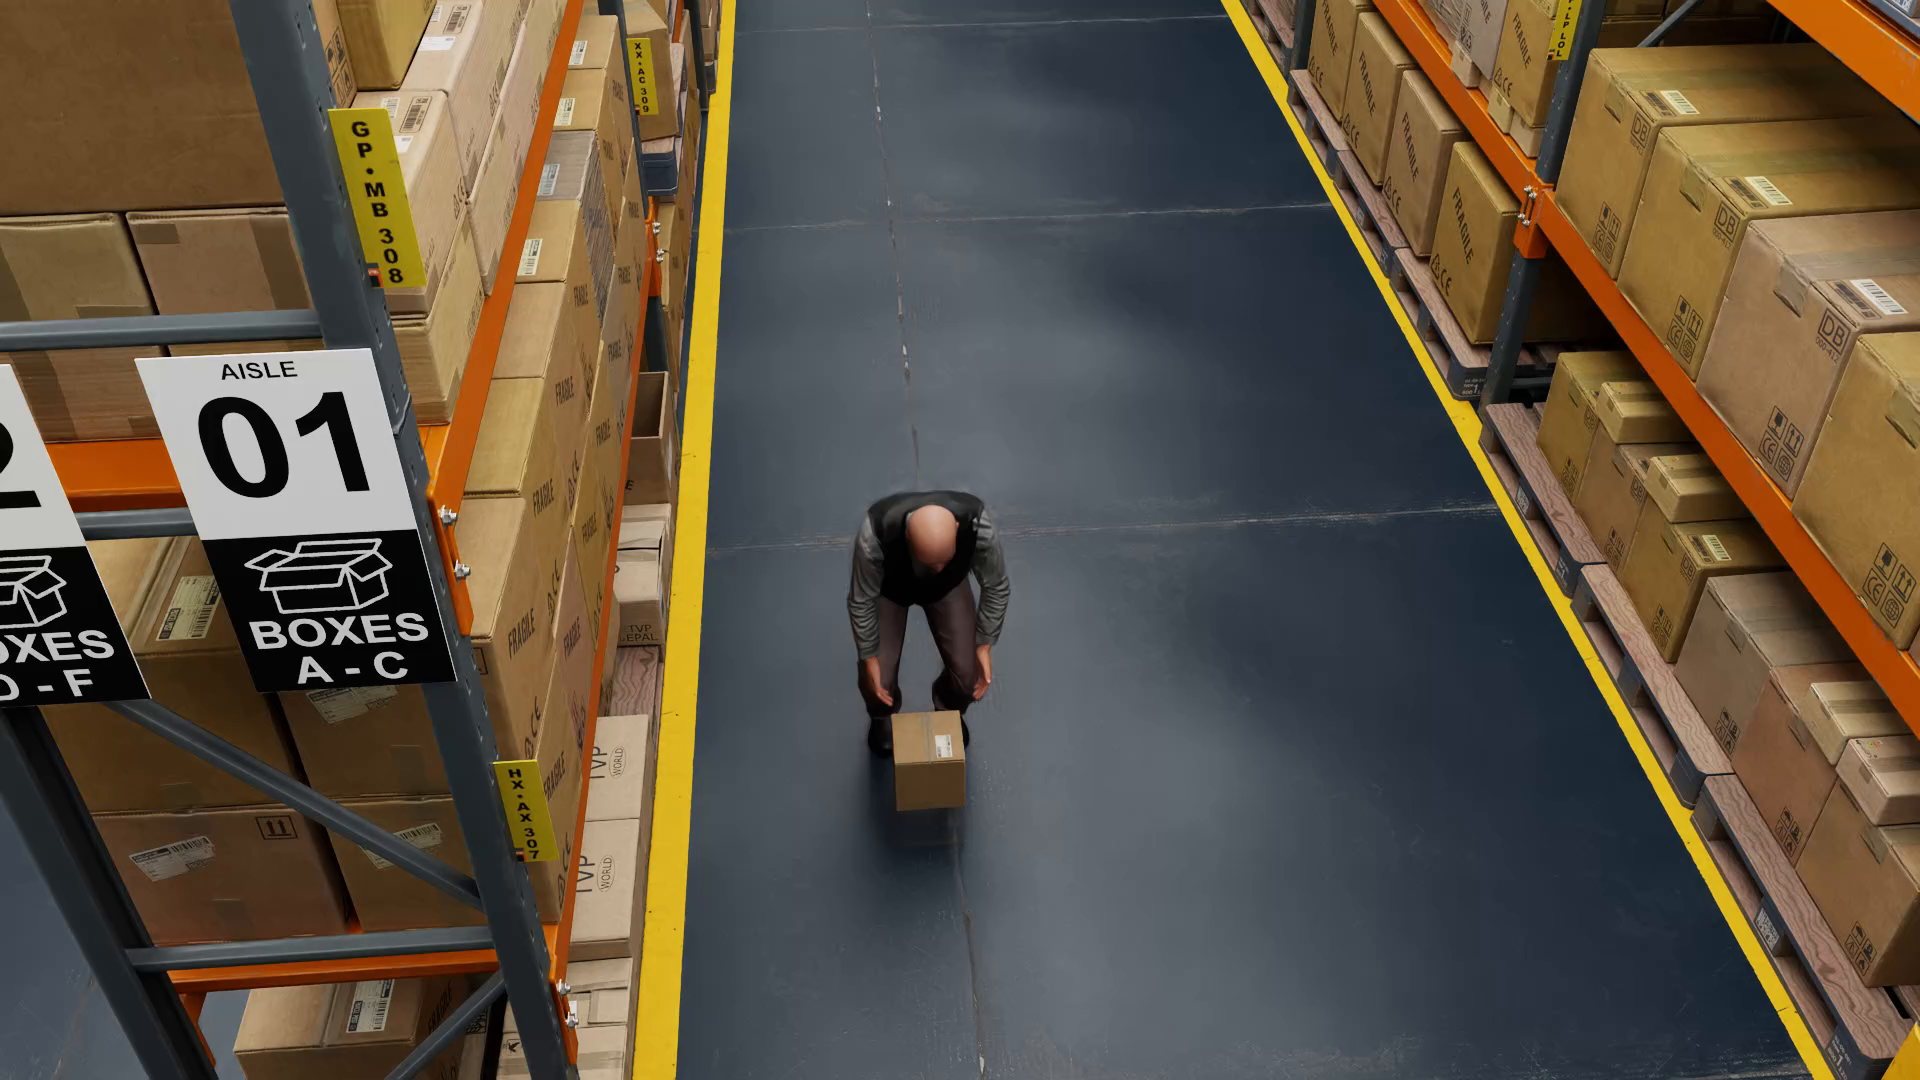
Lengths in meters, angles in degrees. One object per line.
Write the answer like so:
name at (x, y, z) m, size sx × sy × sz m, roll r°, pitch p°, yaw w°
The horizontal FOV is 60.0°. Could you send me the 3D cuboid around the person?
person at (-0.121, 0.264, 6.148) m, size 0.591 × 1.348 × 0.720 m, roll -3°, pitch 39°, yaw -4°
